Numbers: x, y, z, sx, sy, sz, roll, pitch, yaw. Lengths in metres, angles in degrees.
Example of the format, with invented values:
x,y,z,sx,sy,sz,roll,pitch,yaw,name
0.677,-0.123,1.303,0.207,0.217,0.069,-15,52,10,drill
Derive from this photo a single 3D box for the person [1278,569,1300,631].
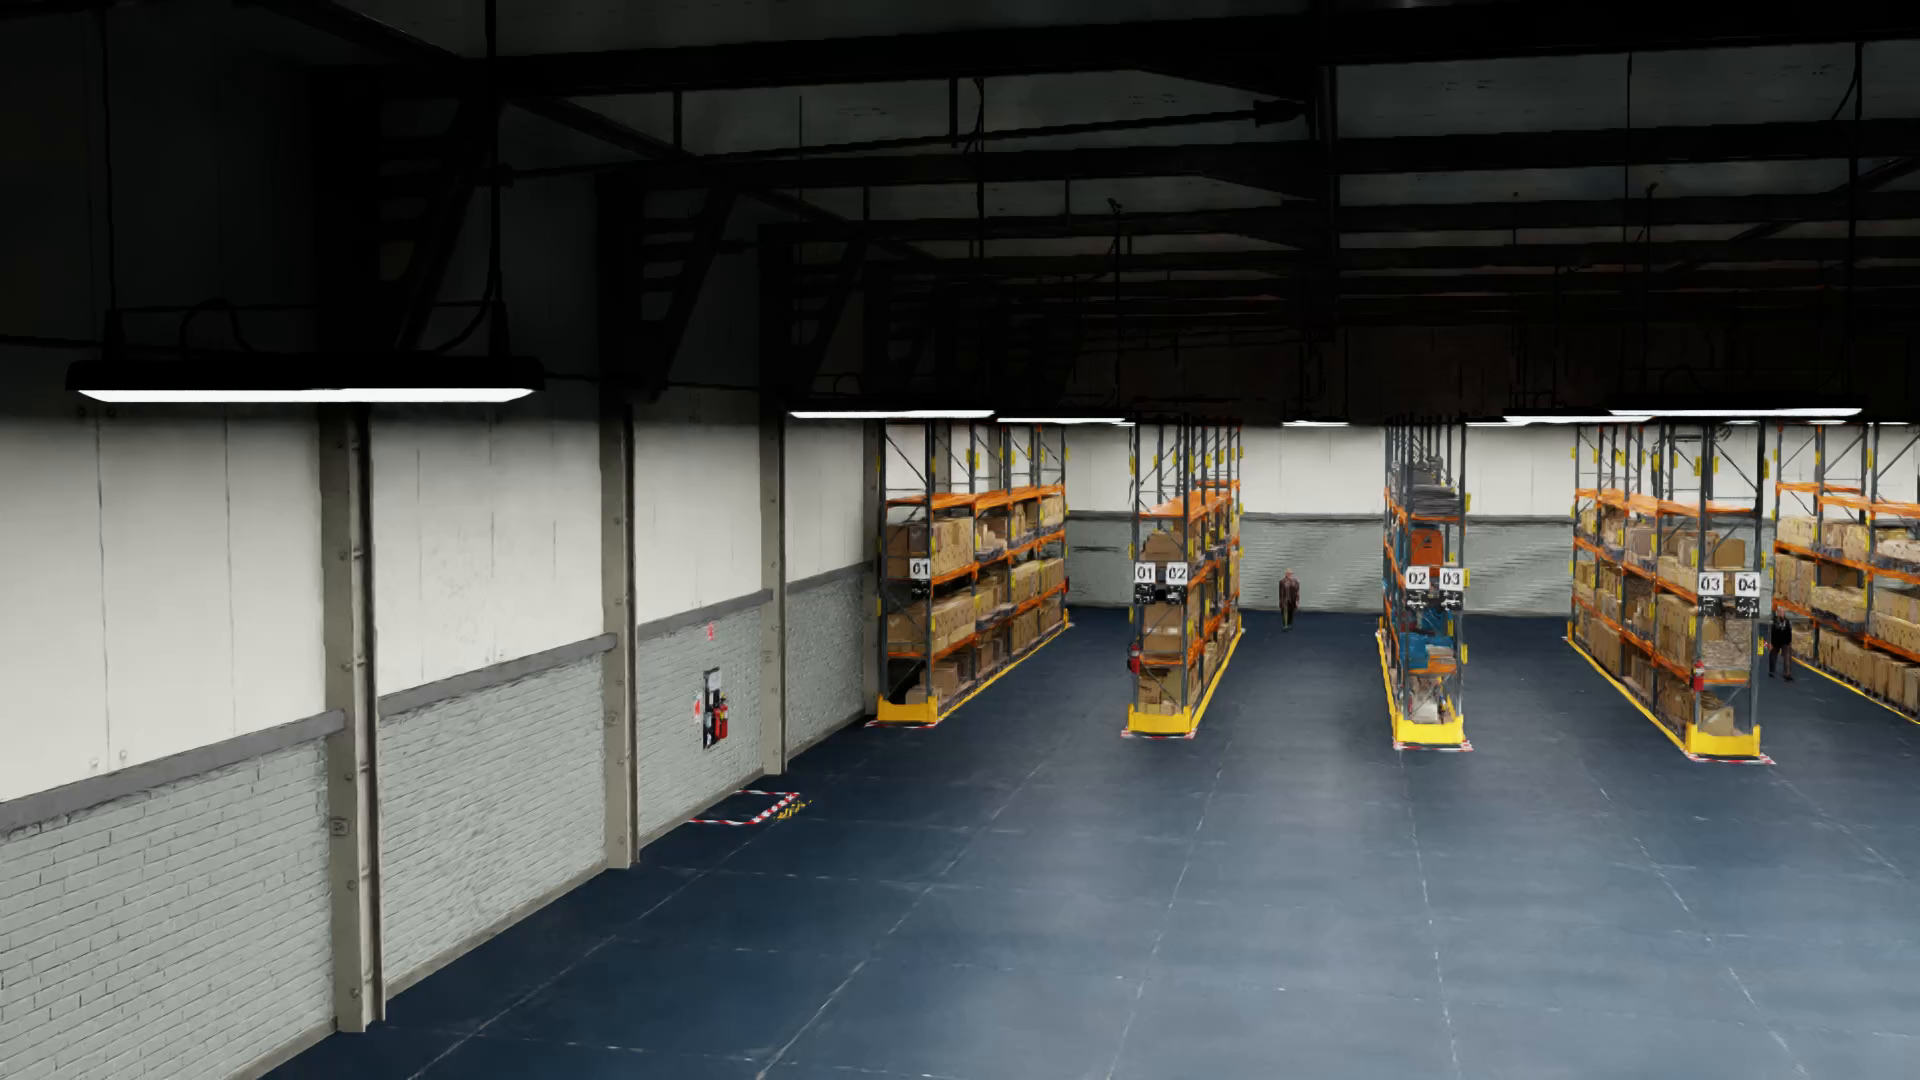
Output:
x,y,z,sx,sy,sz,roll,pitch,yaw,name
9.294,1.682,46.955,0.600,1.725,1.111,1,4,12,person

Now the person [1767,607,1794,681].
x,y,z,sx,sy,sz,roll,pitch,yaw,name
18.579,2.340,37.693,0.543,1.648,1.111,1,4,15,person
